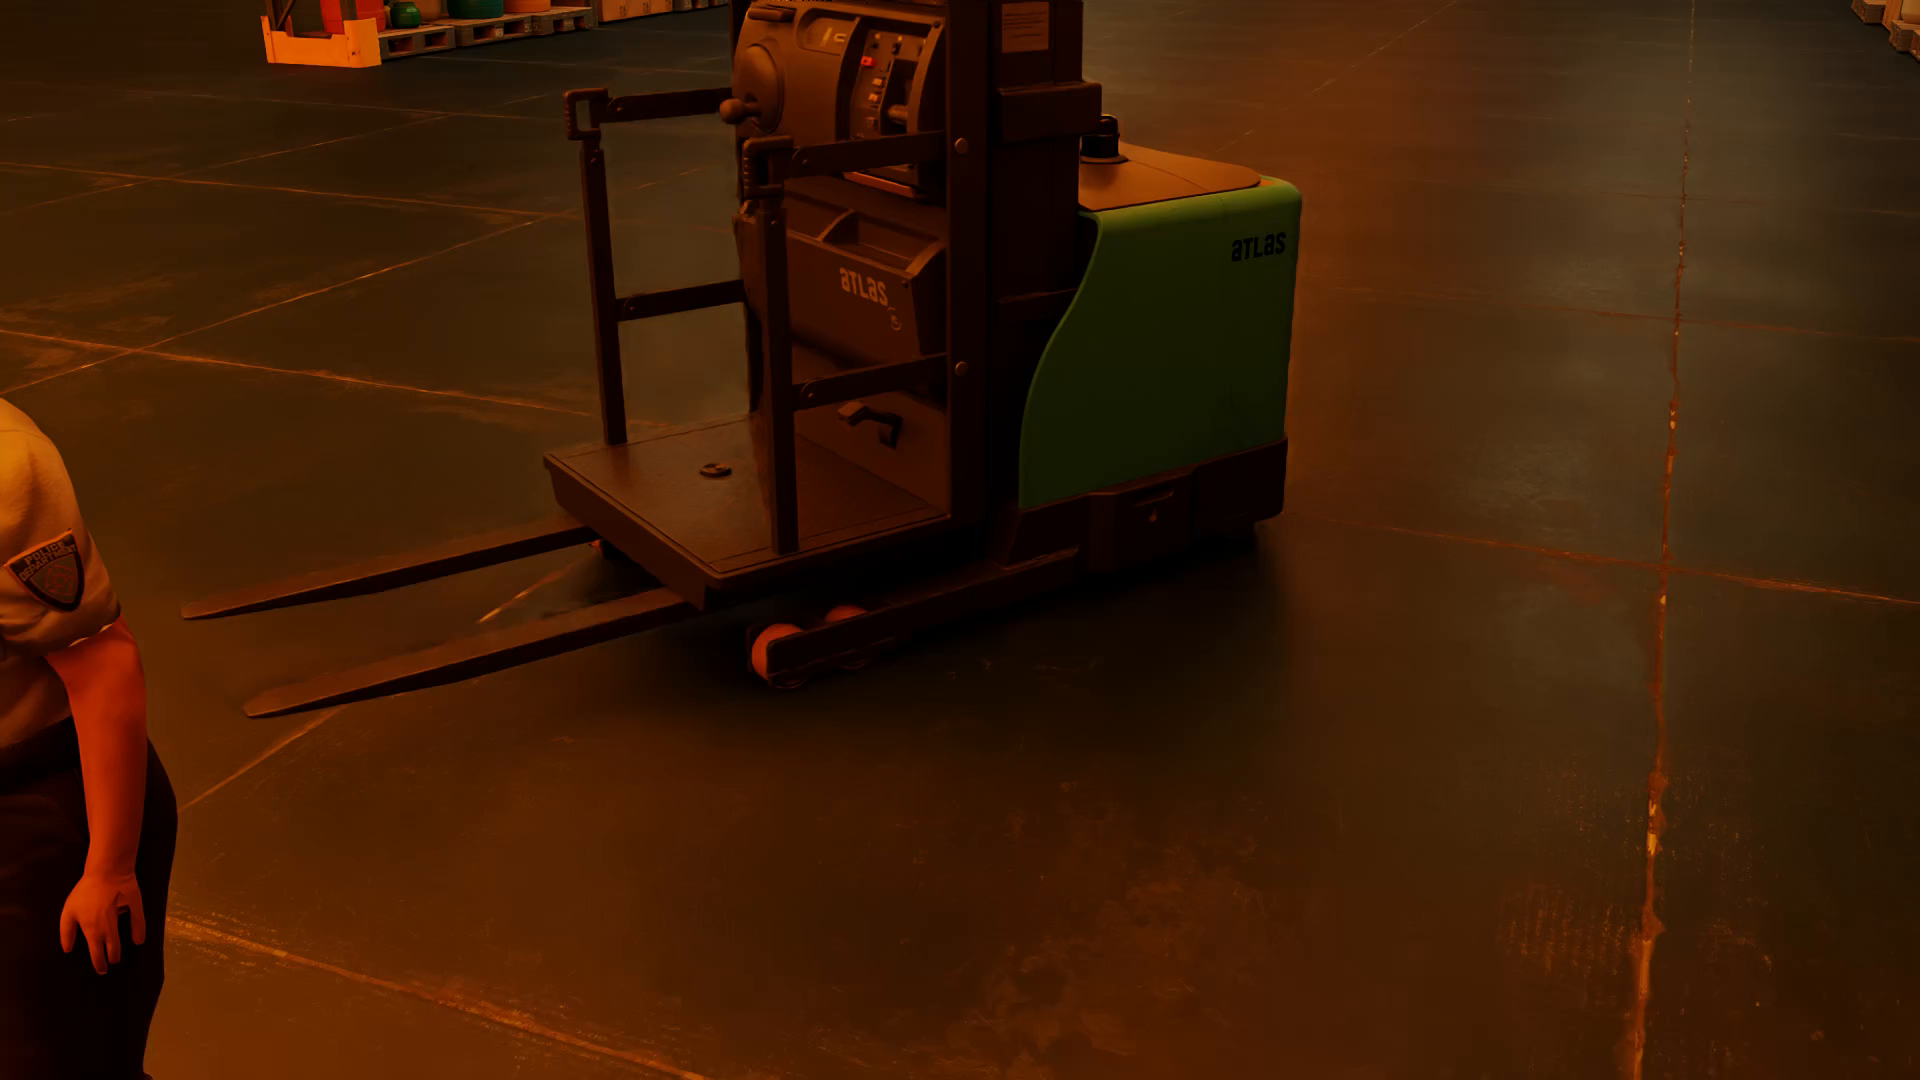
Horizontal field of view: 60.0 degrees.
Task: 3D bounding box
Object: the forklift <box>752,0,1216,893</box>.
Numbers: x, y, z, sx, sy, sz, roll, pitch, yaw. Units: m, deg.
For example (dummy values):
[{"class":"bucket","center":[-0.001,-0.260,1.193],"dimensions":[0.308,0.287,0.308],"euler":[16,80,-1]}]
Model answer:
[{"class":"forklift","center":[0.046,-1.104,3.934],"dimensions":[1.130,2.935,3.031],"euler":[-1,23,-3]}]
